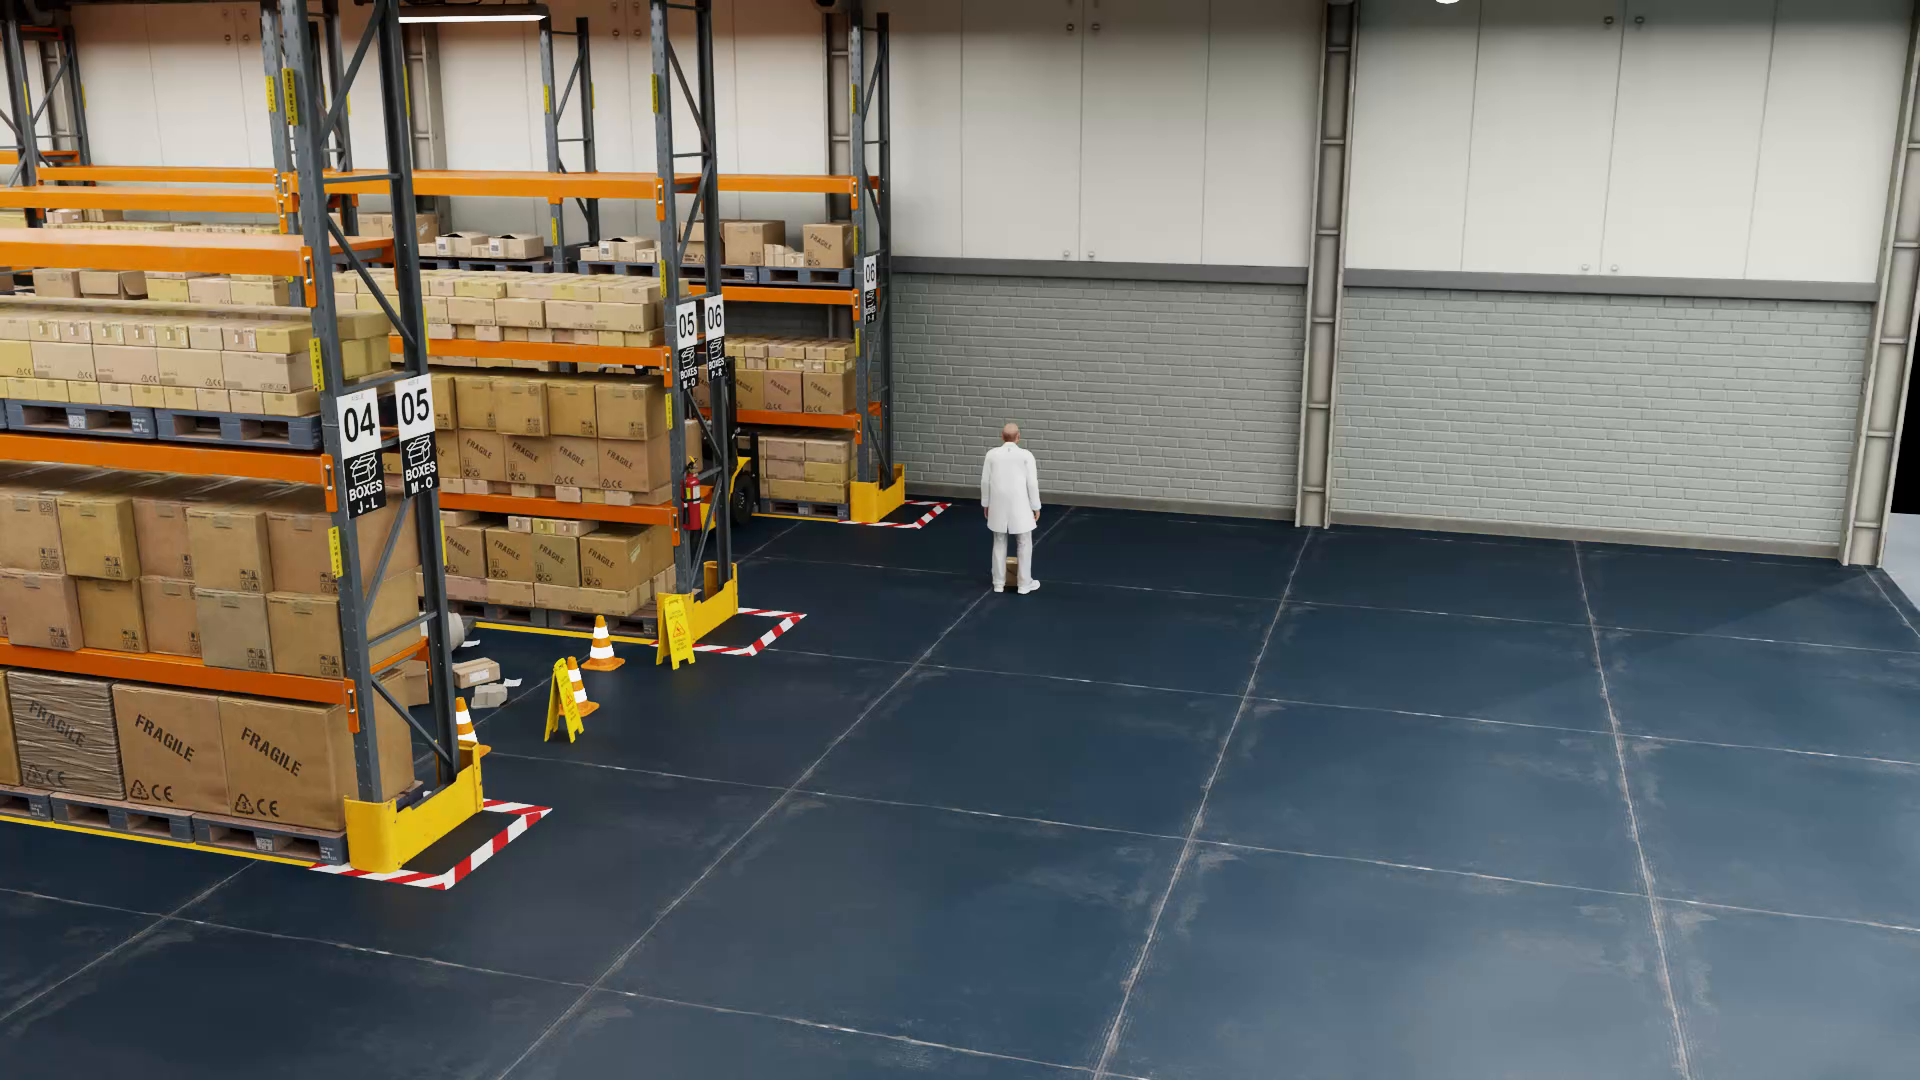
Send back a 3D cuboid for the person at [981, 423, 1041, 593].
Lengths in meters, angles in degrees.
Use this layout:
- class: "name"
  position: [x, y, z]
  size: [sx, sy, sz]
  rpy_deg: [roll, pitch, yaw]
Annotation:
- class: "person"
  position: [0.533, -0.335, 17.315]
  size: [0.641, 1.773, 0.427]
  rpy_deg: [4, 15, 16]
